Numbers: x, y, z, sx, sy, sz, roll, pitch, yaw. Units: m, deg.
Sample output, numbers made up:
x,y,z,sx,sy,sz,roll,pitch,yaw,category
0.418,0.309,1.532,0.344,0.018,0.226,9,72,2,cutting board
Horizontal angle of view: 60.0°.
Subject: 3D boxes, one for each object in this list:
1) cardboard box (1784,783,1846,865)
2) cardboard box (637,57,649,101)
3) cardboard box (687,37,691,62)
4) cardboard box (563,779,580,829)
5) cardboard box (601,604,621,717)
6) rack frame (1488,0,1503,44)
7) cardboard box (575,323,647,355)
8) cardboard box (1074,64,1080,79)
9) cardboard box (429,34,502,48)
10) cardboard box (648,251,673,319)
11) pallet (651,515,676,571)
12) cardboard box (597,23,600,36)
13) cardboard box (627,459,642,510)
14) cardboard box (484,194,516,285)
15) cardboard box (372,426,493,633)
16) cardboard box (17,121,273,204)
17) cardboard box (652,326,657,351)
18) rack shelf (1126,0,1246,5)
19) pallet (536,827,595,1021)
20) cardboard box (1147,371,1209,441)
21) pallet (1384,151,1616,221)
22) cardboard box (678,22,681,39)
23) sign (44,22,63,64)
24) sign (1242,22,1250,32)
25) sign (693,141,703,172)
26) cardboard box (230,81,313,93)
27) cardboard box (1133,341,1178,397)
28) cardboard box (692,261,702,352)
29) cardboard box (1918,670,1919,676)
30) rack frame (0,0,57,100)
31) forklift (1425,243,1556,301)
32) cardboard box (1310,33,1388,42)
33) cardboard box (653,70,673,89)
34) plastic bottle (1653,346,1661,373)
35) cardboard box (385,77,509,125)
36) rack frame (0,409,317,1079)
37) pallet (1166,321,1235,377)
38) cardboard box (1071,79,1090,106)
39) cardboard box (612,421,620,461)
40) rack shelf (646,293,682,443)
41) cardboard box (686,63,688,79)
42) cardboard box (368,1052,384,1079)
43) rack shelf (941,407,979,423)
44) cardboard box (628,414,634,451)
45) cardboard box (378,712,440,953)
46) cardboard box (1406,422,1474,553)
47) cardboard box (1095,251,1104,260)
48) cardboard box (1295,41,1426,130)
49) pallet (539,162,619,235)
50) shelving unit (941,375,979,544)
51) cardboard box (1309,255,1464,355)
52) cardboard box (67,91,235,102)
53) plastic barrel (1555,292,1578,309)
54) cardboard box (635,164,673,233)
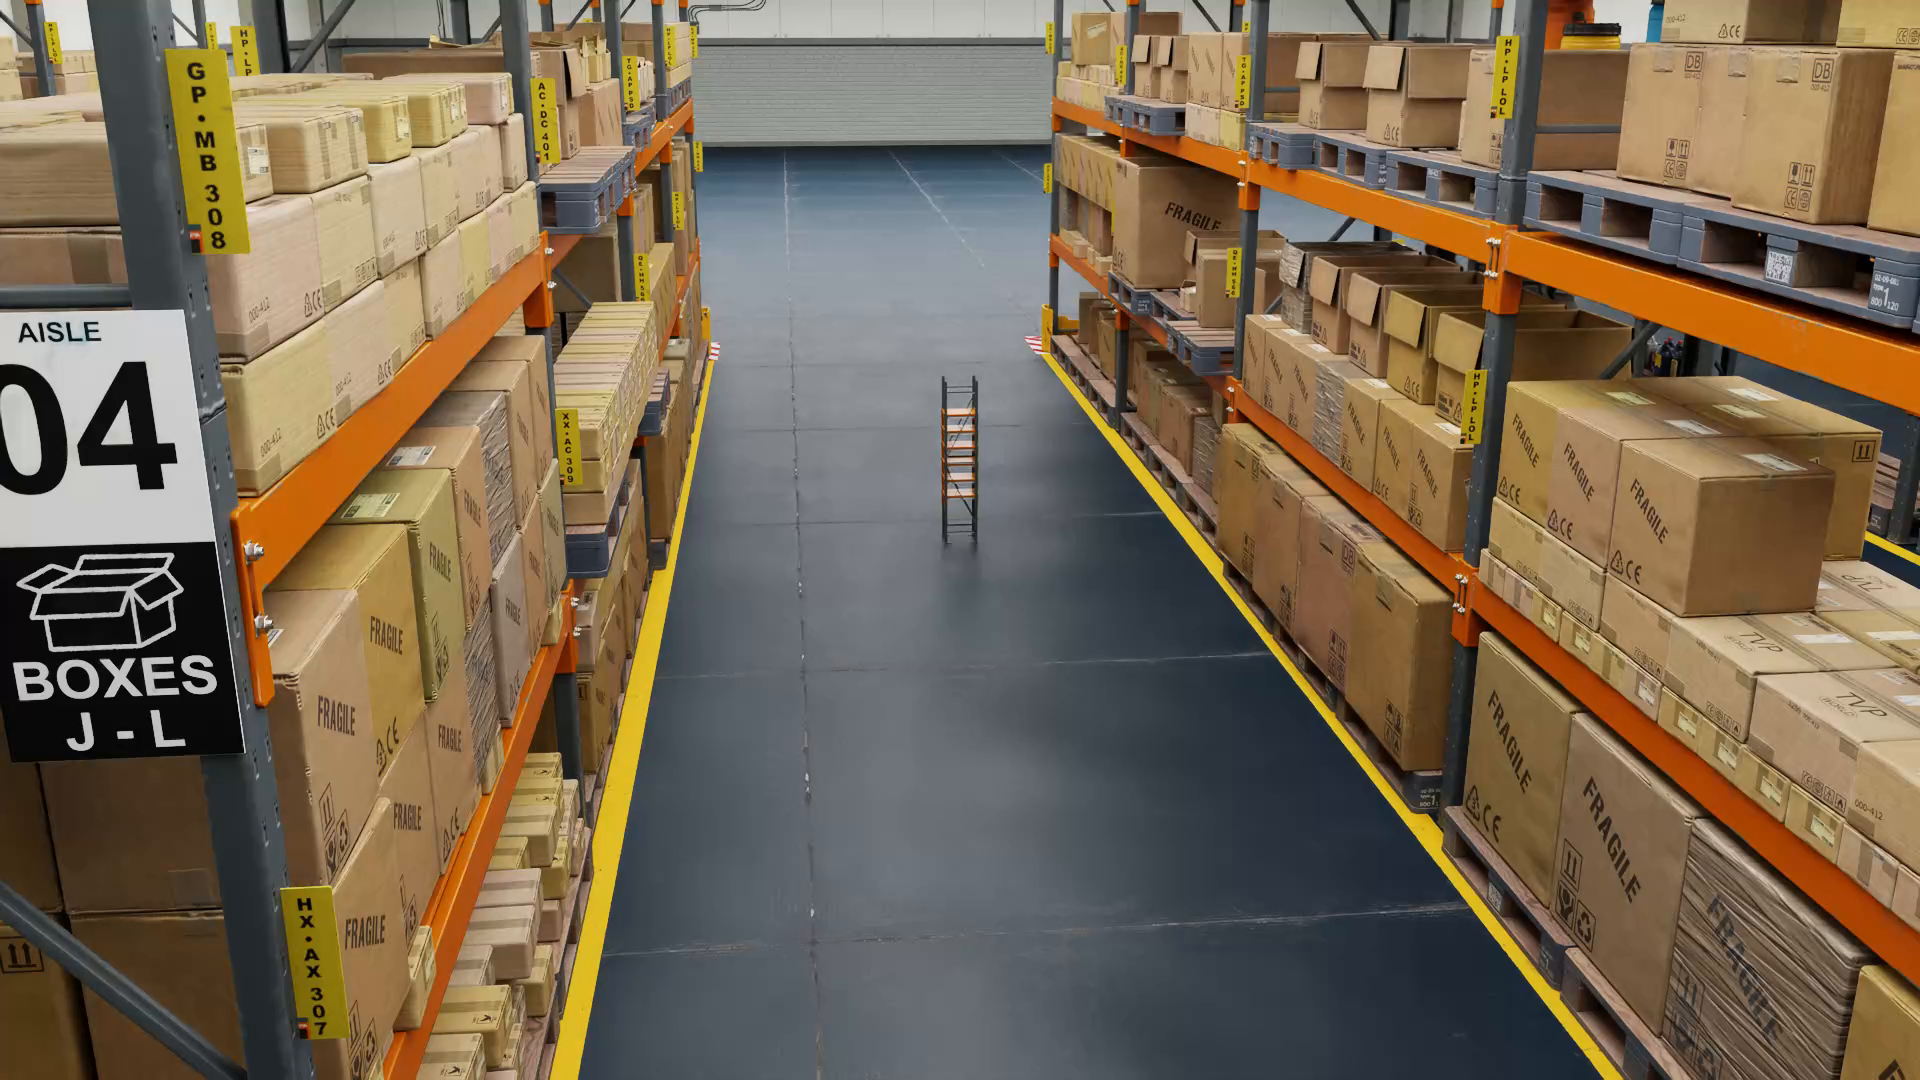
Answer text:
x,y,z,sx,sy,sz,roll,pitch,yaw,category
2.706,0.832,4.939,0.380,0.149,0.250,-2,18,-7,cardboard box
-2.605,-3.461,12.467,0.500,0.311,0.500,-2,18,-8,cardboard box
-3.089,-5.144,17.432,0.500,0.250,0.500,-2,17,-5,cardboard box
-1.831,1.145,7.082,0.380,0.149,0.250,-1,17,-5,cardboard box
-2.048,0.650,8.571,0.500,0.500,0.500,-1,17,-3,cardboard box
6.454,-6.670,18.400,1.000,3.000,0.127,-2,18,-6,rack frame
-2.003,-1.148,9.552,0.380,0.149,0.250,-1,17,-4,cardboard box
1.383,-4.808,17.061,0.380,0.149,0.250,-2,18,-6,cardboard box
-2.706,-2.635,9.109,0.396,0.266,0.258,-2,18,-6,cardboard box
-2.633,-2.090,13.659,0.500,0.500,0.500,-2,18,-6,cardboard box
-2.598,-0.055,12.000,1.003,0.211,1.213,-2,18,-6,pallet
-3.410,-4.529,14.807,0.380,0.149,0.250,-2,18,-6,cardboard box
-2.260,-0.318,10.403,0.500,0.250,0.500,-2,18,-7,cardboard box
-1.820,-1.029,5.690,0.500,0.250,0.500,-2,18,-6,cardboard box
-1.695,-0.031,4.935,0.500,0.500,0.500,-2,18,-7,cardboard box
-1.582,-0.733,3.247,0.380,0.149,0.250,-1,17,-3,cardboard box
-2.088,-1.238,10.333,0.380,0.149,0.250,-1,17,-5,cardboard box
2.146,-4.195,12.386,1.077,0.370,4.000,-2,18,-6,rack shelf
-2.075,1.573,6.814,1.003,0.211,1.213,-2,18,-6,pallet
2.012,-1.154,14.284,0.700,0.500,0.500,-2,18,-6,cardboard box
2.621,-1.691,7.867,0.805,0.209,1.217,-2,18,-8,pallet
-2.861,-4.852,15.836,0.380,0.149,0.250,-2,18,-6,cardboard box
-7.366,-4.041,13.512,0.100,0.325,0.005,-2,18,-6,sign
2.491,-4.347,14.487,0.100,0.325,0.005,-2,18,-6,sign
-2.876,-4.210,18.250,0.100,0.325,0.005,-2,18,-6,sign
-2.331,-1.417,5.424,0.380,0.149,0.250,-2,18,-7,cardboard box
1.938,-1.591,15.710,0.500,0.500,0.500,-2,18,-7,cardboard box
-3.281,-2.518,18.037,0.875,0.875,0.875,-2,18,-5,cardboard box
3.288,0.586,5.057,0.500,0.250,0.500,-2,18,-7,cardboard box
-7.918,-5.019,13.141,1.000,3.000,0.127,-2,18,-6,rack frame
4.421,-1.971,13.563,1.130,2.935,3.031,-2,17,-5,forklift
2.560,-3.137,11.151,0.500,0.500,0.500,-2,18,-5,cardboard box
-2.704,-4.018,14.512,0.380,0.149,0.250,-2,18,-7,cardboard box
7.061,-1.817,16.777,0.097,0.271,0.097,0,17,0,plastic bottle
-1.771,-1.510,5.722,0.380,0.149,0.250,-2,18,-6,cardboard box
-1.767,1.235,3.235,1.000,3.000,0.127,-2,18,-6,rack frame
2.173,-1.389,11.913,1.213,0.211,1.003,-2,18,-6,pallet
1.426,-4.562,16.942,0.500,0.250,0.500,-2,18,-6,cardboard box
-1.818,-0.464,7.871,0.380,0.149,0.250,-1,17,-4,cardboard box
-2.798,-1.401,12.832,1.077,0.370,4.000,-2,18,-6,rack shelf
-2.968,-4.776,16.924,0.380,0.149,0.250,-2,18,-5,cardboard box
-1.474,1.248,3.612,0.380,0.149,0.250,-2,18,-6,cardboard box
-0.001,-0.878,11.917,0.258,0.103,0.180,-2,18,-6,rack shelf
-1.902,-0.557,8.663,0.380,0.149,0.250,-2,18,-7,cardboard box
-1.619,0.745,4.134,0.500,0.500,0.500,-2,18,-6,cardboard box
2.445,-0.258,7.825,0.500,0.500,0.500,-2,18,-5,cardboard box
1.545,-2.772,16.419,0.380,0.149,0.250,-2,18,-6,cardboard box
2.487,-2.773,10.119,0.797,0.503,0.637,-1,17,-2,cardboard box
-2.137,-1.485,7.206,1.213,0.211,1.003,-2,18,-6,pallet
-0.001,-0.577,12.011,0.258,1.200,0.189,-2,18,-6,shelving unit
2.476,-1.385,9.739,0.797,0.503,0.637,-1,17,-4,cardboard box
-2.262,-1.180,4.670,0.380,0.149,0.250,-2,18,-7,cardboard box
6.649,-2.478,18.515,0.421,0.512,0.421,0,17,0,plastic barrel
-3.008,-3.038,14.792,0.875,0.550,0.550,-2,18,-6,cardboard box
